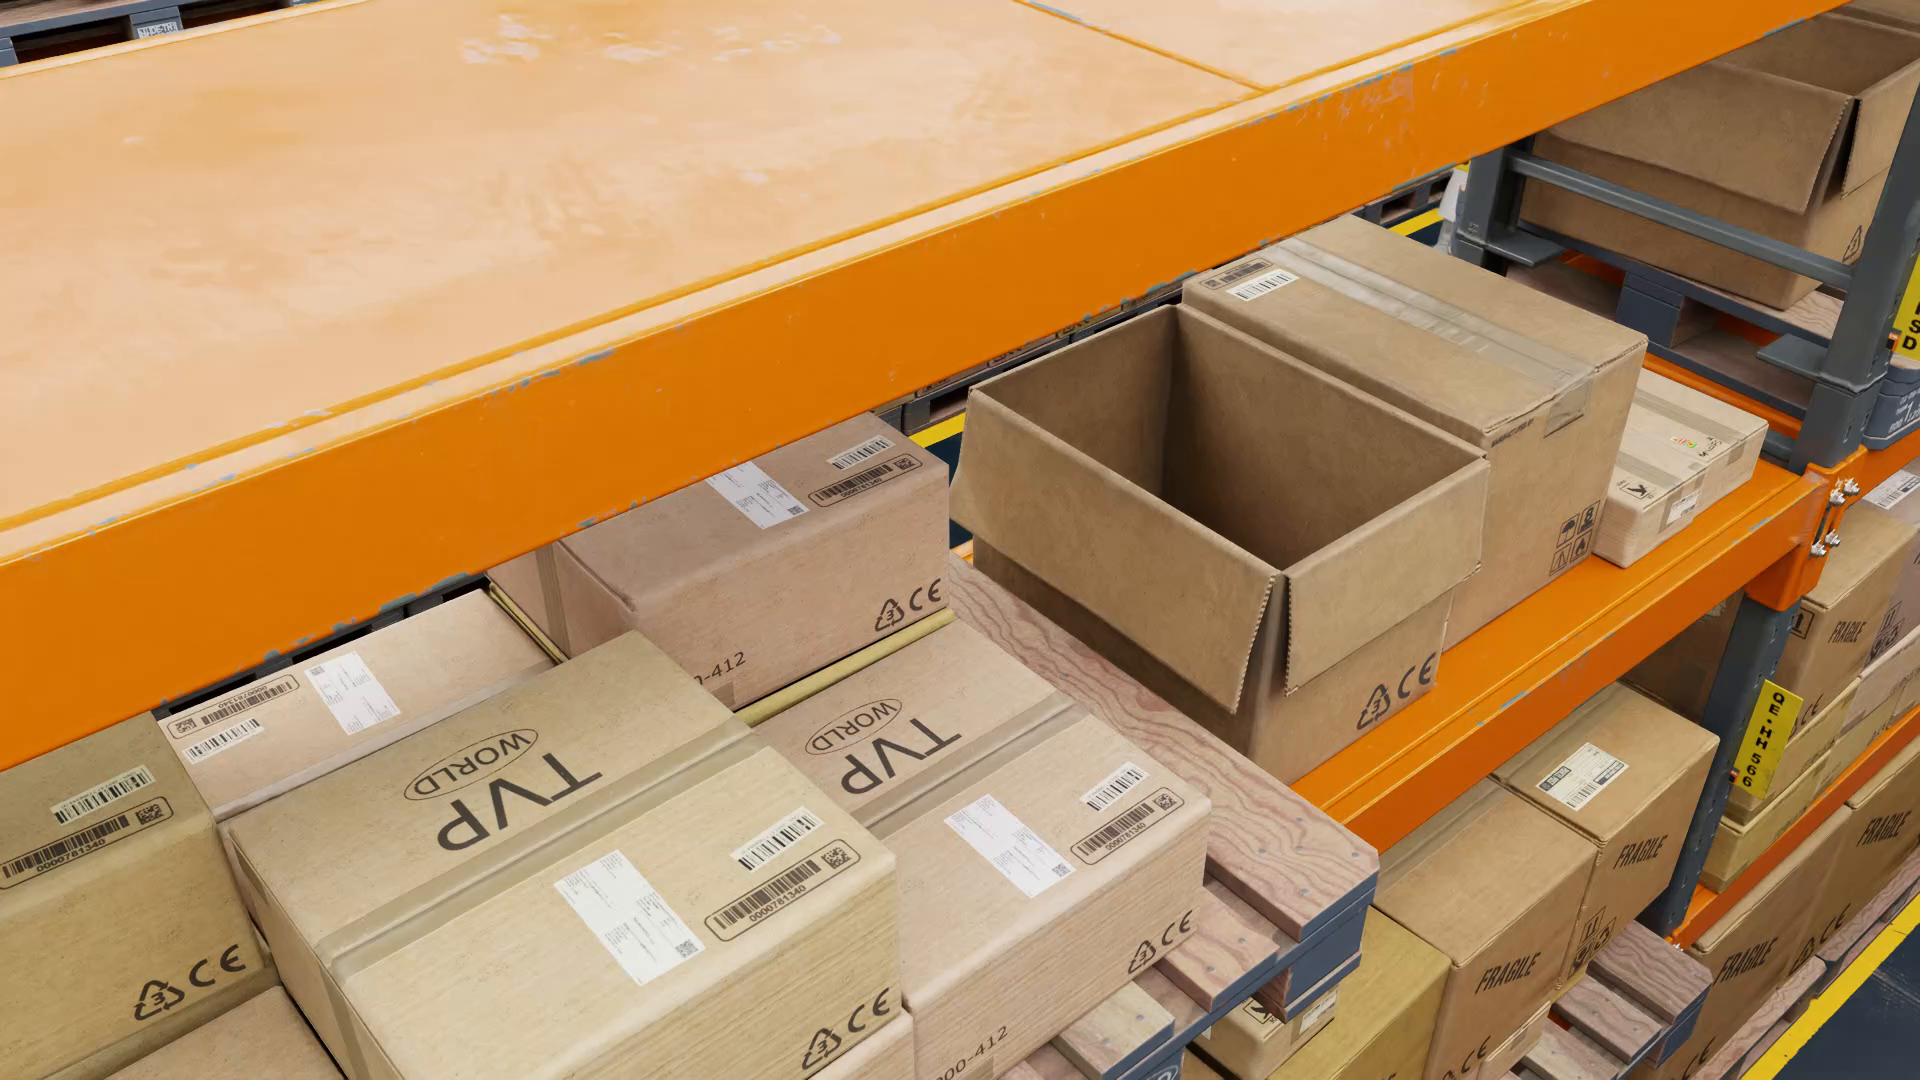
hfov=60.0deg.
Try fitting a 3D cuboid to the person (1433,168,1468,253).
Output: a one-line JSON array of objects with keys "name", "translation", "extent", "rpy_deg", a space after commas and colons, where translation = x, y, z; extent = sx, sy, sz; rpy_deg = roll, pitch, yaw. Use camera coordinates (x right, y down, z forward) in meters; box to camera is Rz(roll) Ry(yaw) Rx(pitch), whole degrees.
[{"name": "person", "translation": [3.058, -2.054, 9.545], "extent": [1.083, 1.726, 0.621], "rpy_deg": [-25, 42, -31]}]
